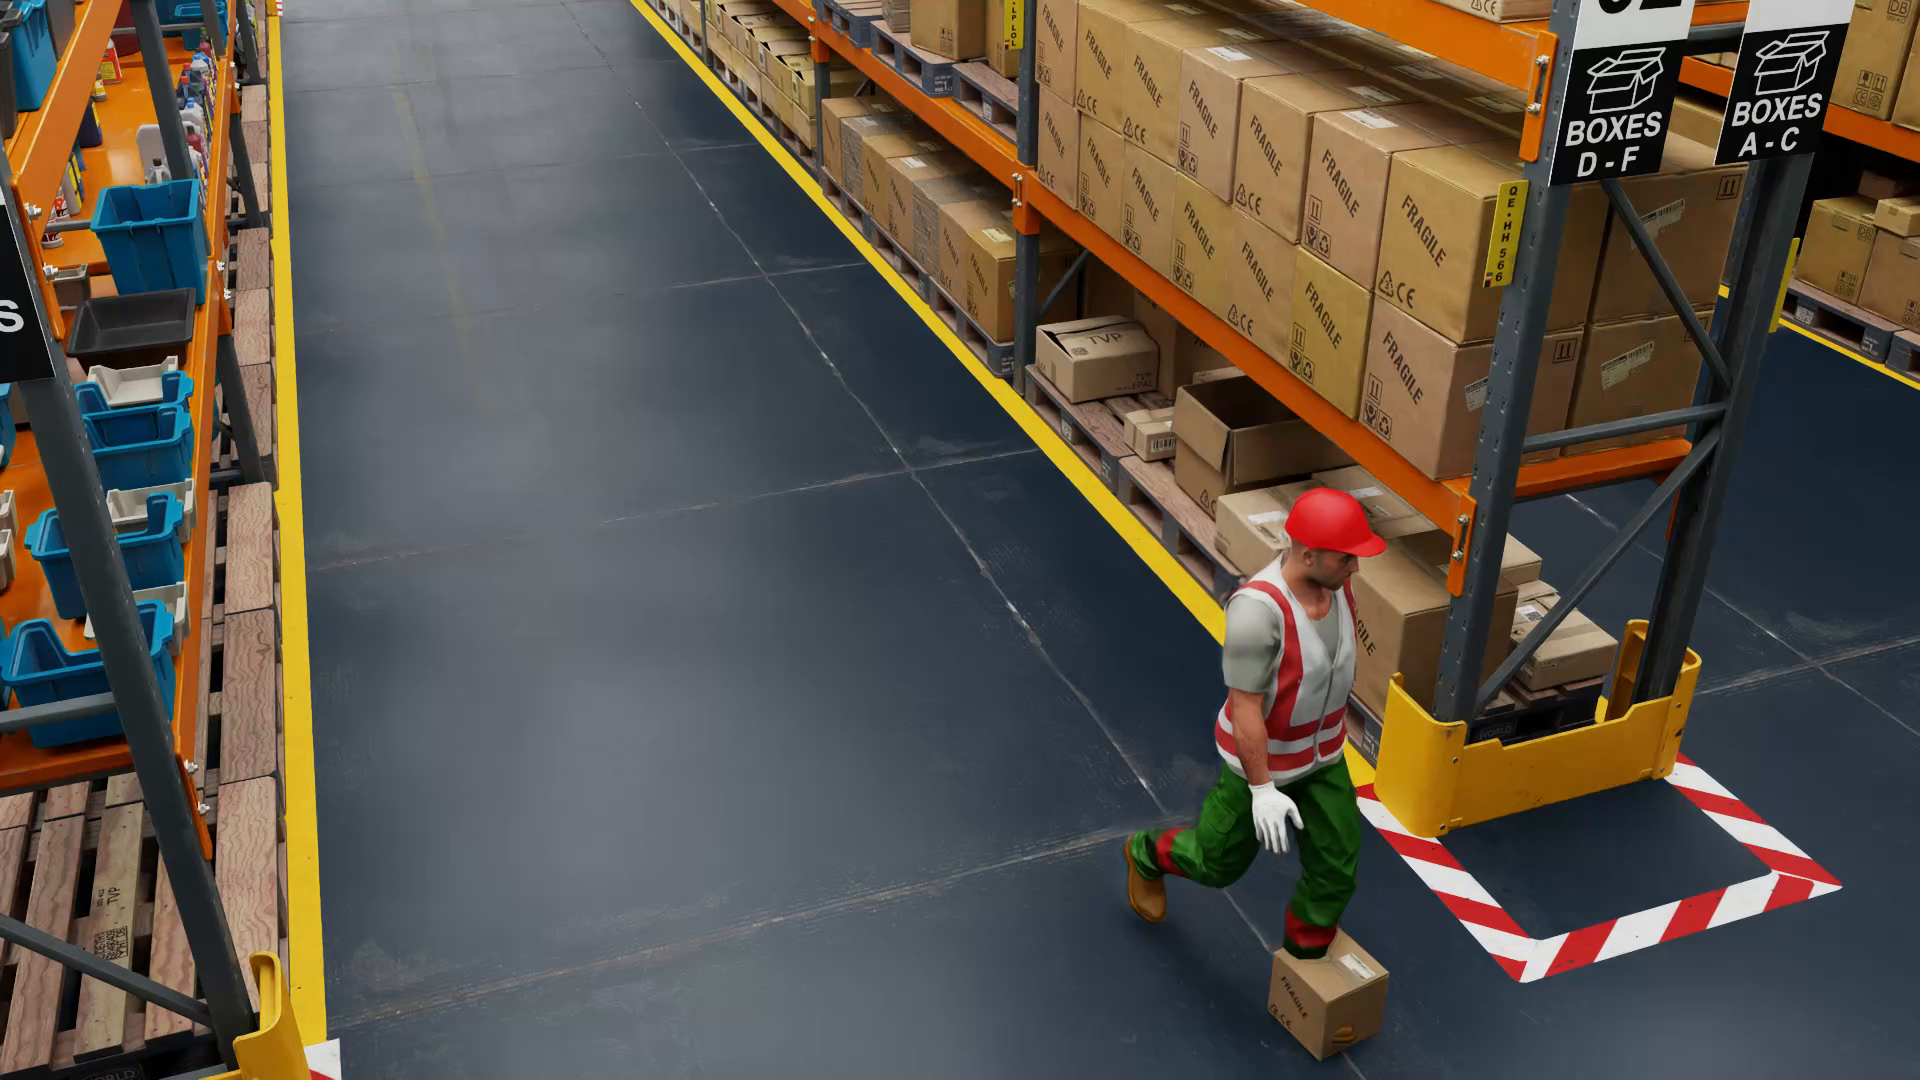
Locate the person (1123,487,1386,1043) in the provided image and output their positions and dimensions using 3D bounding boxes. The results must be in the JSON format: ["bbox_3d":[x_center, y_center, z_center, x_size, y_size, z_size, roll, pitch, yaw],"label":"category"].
[{"bbox_3d":[0.939,0.613,5.009,0.542,1.739,0.949,-18,34,-28],"label":"person"}]
